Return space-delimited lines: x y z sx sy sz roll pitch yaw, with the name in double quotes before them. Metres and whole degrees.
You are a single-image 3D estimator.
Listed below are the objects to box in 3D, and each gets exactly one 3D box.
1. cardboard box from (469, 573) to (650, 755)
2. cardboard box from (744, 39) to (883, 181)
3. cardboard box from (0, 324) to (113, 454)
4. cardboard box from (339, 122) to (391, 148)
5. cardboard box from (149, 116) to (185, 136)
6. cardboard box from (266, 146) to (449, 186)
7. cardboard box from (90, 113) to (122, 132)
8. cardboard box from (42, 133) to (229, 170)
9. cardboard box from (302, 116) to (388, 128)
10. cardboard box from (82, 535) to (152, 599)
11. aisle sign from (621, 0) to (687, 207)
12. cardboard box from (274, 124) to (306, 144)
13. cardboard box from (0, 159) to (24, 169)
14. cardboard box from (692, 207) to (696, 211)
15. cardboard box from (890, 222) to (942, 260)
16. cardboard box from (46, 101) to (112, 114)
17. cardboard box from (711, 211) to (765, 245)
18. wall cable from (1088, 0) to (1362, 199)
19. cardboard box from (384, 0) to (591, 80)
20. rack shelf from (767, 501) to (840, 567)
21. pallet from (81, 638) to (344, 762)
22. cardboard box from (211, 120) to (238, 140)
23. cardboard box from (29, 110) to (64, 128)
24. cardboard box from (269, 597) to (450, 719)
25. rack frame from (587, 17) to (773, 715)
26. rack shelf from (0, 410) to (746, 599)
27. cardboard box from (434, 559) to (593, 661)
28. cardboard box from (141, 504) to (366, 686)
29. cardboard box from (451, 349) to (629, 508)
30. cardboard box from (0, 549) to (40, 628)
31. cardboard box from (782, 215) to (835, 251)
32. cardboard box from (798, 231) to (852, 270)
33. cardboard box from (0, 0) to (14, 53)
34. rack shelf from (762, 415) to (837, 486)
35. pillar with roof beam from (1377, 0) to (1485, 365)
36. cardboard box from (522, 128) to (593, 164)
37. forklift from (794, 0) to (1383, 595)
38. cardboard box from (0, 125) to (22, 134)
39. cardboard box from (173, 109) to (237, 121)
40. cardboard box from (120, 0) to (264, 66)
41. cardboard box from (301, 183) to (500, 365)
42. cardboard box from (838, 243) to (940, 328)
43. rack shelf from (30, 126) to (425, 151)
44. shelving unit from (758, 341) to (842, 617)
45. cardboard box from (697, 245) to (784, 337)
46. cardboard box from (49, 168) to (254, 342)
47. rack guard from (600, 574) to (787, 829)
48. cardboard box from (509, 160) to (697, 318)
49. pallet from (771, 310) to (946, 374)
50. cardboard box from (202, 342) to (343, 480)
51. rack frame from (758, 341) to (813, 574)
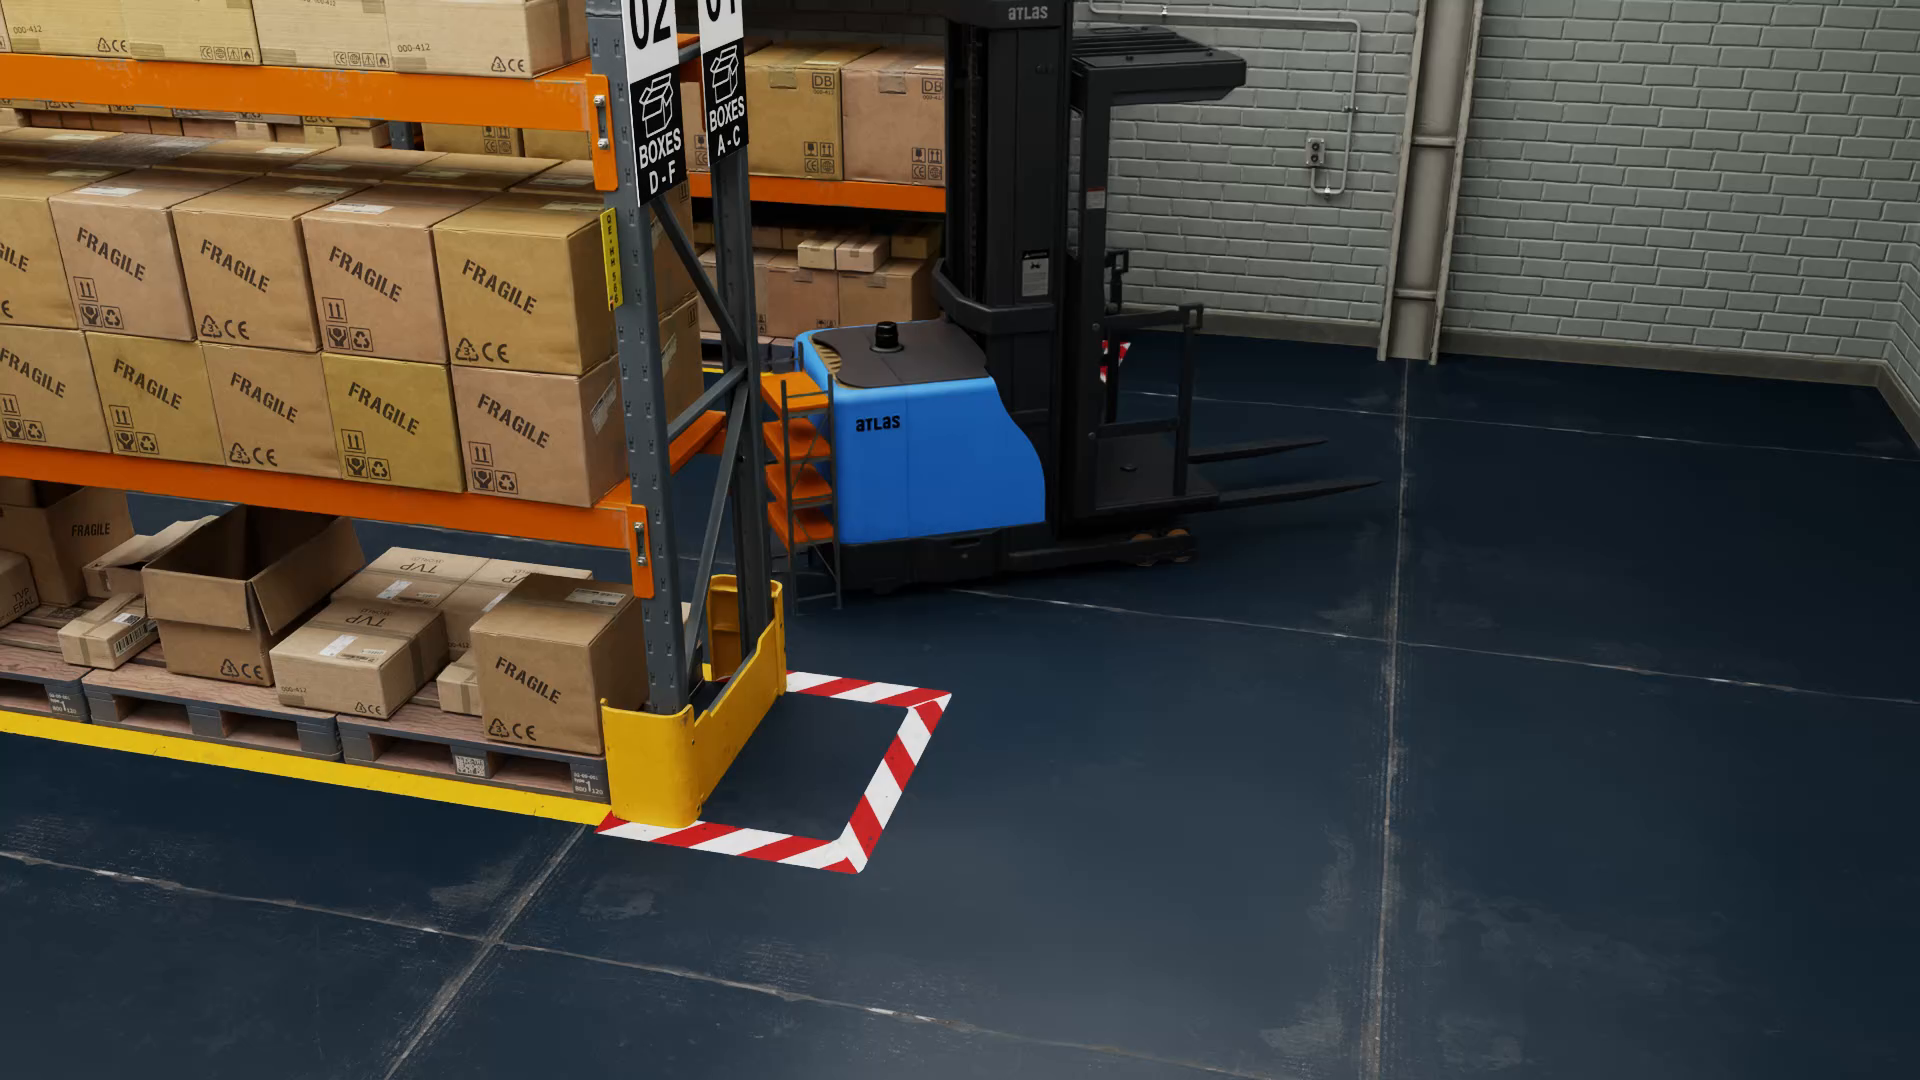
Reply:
"cardboard box" -1.579 0.486 6.636 0.500 0.500 0.500 6 26 13
"cardboard box" -0.964 -2.810 10.814 0.700 0.700 0.980 6 26 13
"cardboard box" -3.458 -0.686 6.585 0.500 0.500 0.500 6 26 13
"cardboard box" -4.033 -2.793 11.397 0.250 0.149 0.380 7 26 13
"cardboard box" -5.506 -2.981 11.791 0.250 0.149 0.380 7 26 15
"cardboard box" -2.346 -1.251 6.608 0.500 0.500 0.500 7 26 14
"cardboard box" -5.994 -3.045 11.926 0.250 0.149 0.380 7 26 14
"cardboard box" -3.326 -1.359 6.836 0.500 0.500 0.500 7 26 13
"cardboard box" -4.144 -3.112 11.312 0.500 0.500 0.500 6 26 12
"cardboard box" -3.864 0.130 7.792 0.250 0.149 0.380 6 26 13
"aisle sign" -1.001 -1.527 5.445 0.004 0.787 0.394 6 26 13
"cardboard box" -4.522 -2.857 11.531 0.250 0.149 0.380 7 26 15
"cardboard box" -3.979 -1.191 6.482 0.500 0.500 0.500 5 26 11
"cardboard box" -2.016 -2.198 11.542 0.250 0.149 0.380 7 26 14
"cardboard box" -0.293 -2.008 11.143 0.250 0.149 0.380 6 26 13
"cardboard box" -6.117 -3.324 11.757 0.500 0.500 0.500 6 26 13
"cardboard box" -1.521 -2.143 11.427 0.250 0.149 0.380 7 26 14
"wall cable" 1.715 -3.267 10.940 1.851 1.984 0.084 6 26 13
"cardboard box" -1.554 -1.720 5.559 0.500 0.250 0.500 6 26 13
"rack shelf" -0.776 -0.051 8.078 0.258 0.148 0.480 -9 27 -19
"pallet" -3.015 0.546 7.358 1.213 0.211 1.003 6 26 13
"cardboard box" -5.013 -2.915 11.652 0.250 0.149 0.380 6 26 13
"cardboard box" -6.495 -3.102 12.044 0.250 0.149 0.380 6 26 12
"cardboard box" -2.491 0.484 6.930 0.500 0.250 0.500 6 26 13
"rack frame" -0.991 -0.489 6.287 0.127 3.000 1.000 6 26 13
"rack shelf" -2.928 -0.378 6.891 4.000 0.370 1.077 6 26 13
"cardboard box" -1.931 0.325 7.266 0.500 0.250 0.500 6 26 13
"cardboard box" -3.044 0.211 7.210 0.637 0.503 0.797 6 26 13
"cardboard box" -1.492 -0.468 6.128 0.500 0.500 0.500 7 26 15
"cardboard box" -4.512 0.234 7.386 0.500 0.311 0.500 6 26 13
"cardboard box" -1.026 -2.089 11.313 0.250 0.149 0.380 7 26 13
"cardboard box" -0.881 -1.903 10.923 0.250 0.149 0.380 7 26 14
"cardboard box" -3.488 -1.939 6.018 0.500 0.250 0.500 6 26 13
"rack shelf" -0.777 -0.432 7.896 0.258 0.148 0.480 -9 27 -19
"pillar with roof beam" 1.998 -3.539 5.714 0.400 9.000 9.100 6 26 13
"cardboard box" -2.408 -2.970 11.149 0.700 0.700 0.980 6 26 12
"forklift" 0.716 -1.398 8.276 3.031 2.935 1.130 -7 26 -14
"cardboard box" -4.311 -1.467 7.062 0.500 0.500 0.500 6 26 13
"cardboard box" -5.125 -3.220 11.539 0.500 0.500 0.500 6 26 13
"cardboard box" -2.523 -1.827 5.782 0.500 0.250 0.500 6 26 13
"cardboard box" -1.980 -0.972 6.023 0.500 0.500 0.500 7 26 14
"cardboard box" -0.464 -1.645 11.136 0.500 0.500 0.700 6 26 13
"rack shelf" -5.572 -2.869 12.123 4.000 0.370 1.077 6 26 13
"shelving unit" -0.776 -0.291 7.964 0.258 1.200 0.503 -9 27 -19
"cardboard box" -1.435 -1.753 11.361 0.500 0.500 0.700 5 26 11
"cardboard box" -2.981 -1.081 6.251 0.500 0.500 0.500 7 26 15
"rack guard" -1.064 0.632 6.841 0.348 0.500 1.175 6 26 13
"cardboard box" -1.355 -1.142 6.380 0.500 0.500 0.500 7 26 15
"pallet" -0.555 -1.345 11.330 1.213 0.211 1.003 6 26 13
"cardboard box" -2.477 -0.578 6.358 0.500 0.500 0.500 7 26 13
"rack frame" -0.863 -0.388 8.169 0.240 1.200 0.015 -9 27 -19
